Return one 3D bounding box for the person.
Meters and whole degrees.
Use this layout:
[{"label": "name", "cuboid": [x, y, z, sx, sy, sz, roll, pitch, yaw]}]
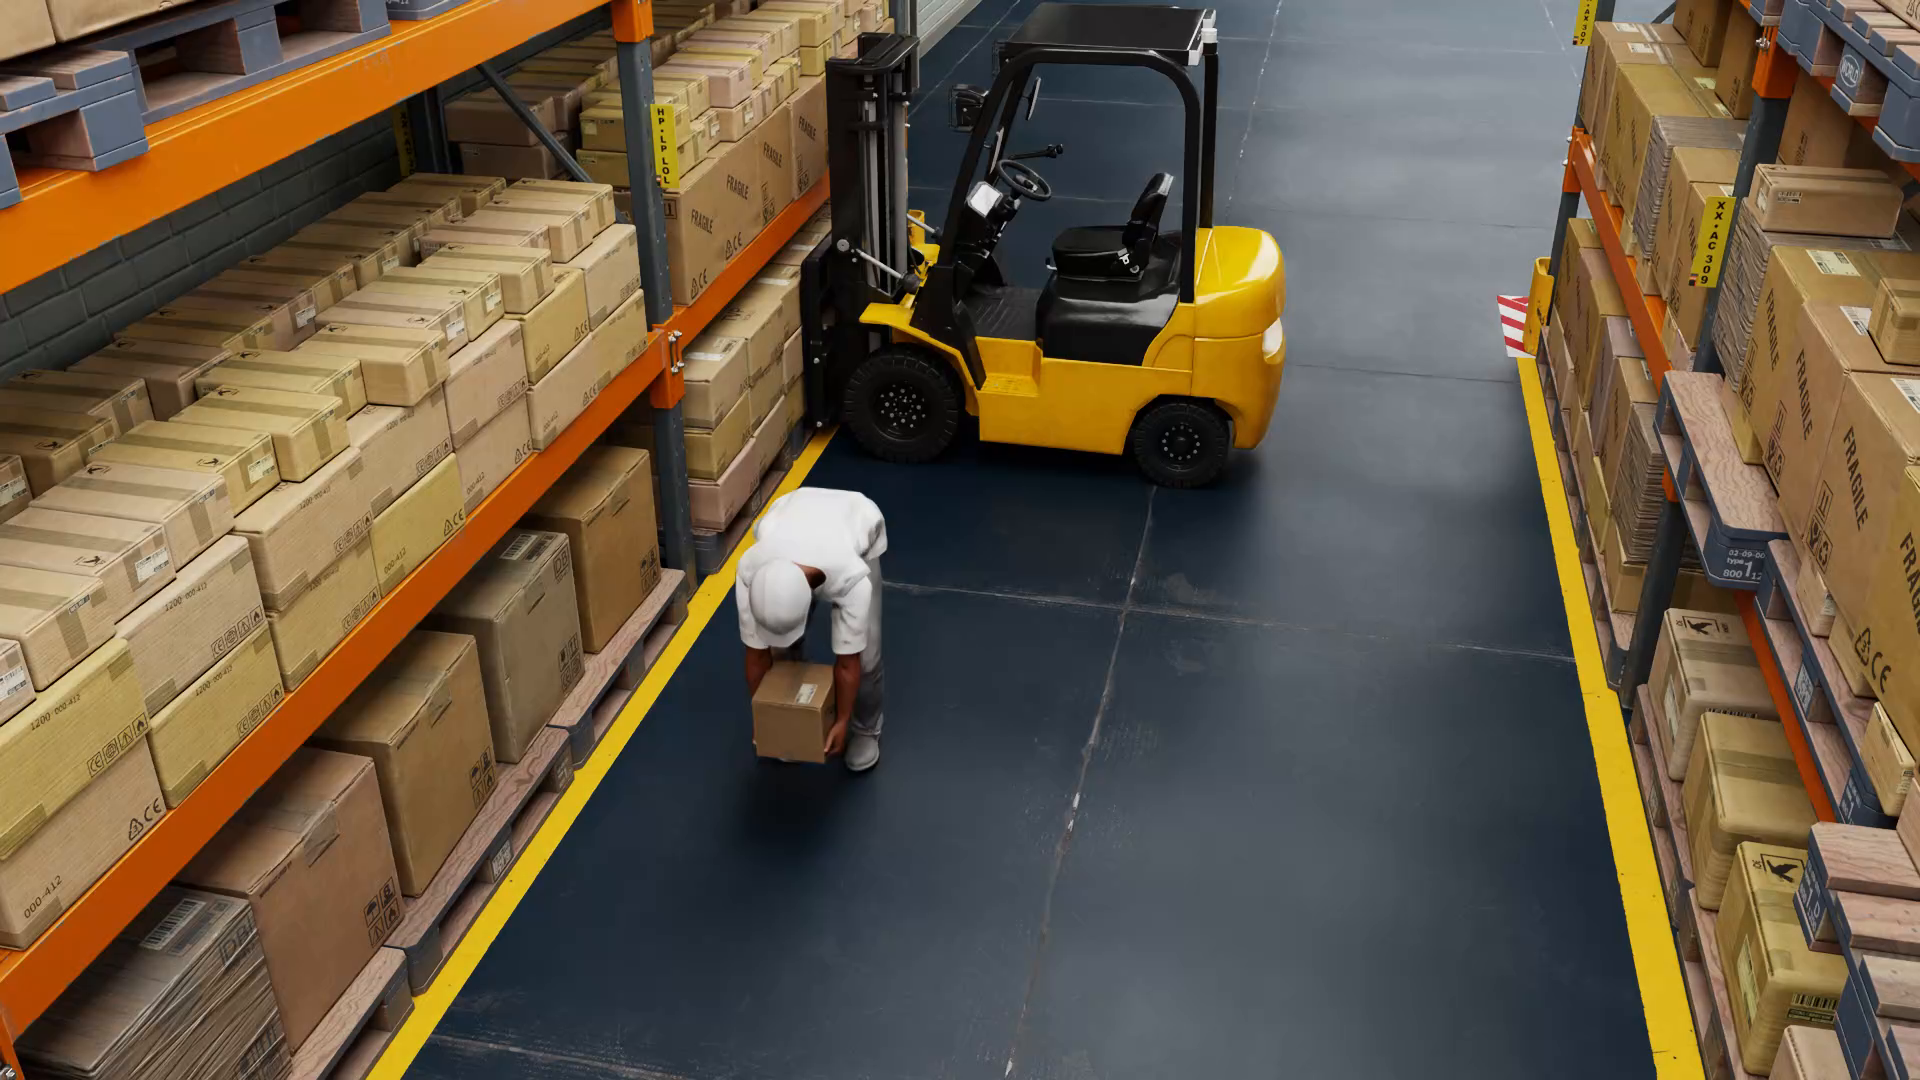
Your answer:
[{"label": "person", "cuboid": [-0.527, 0.409, 5.991, 0.478, 1.148, 0.974, 5, 29, 9]}]
